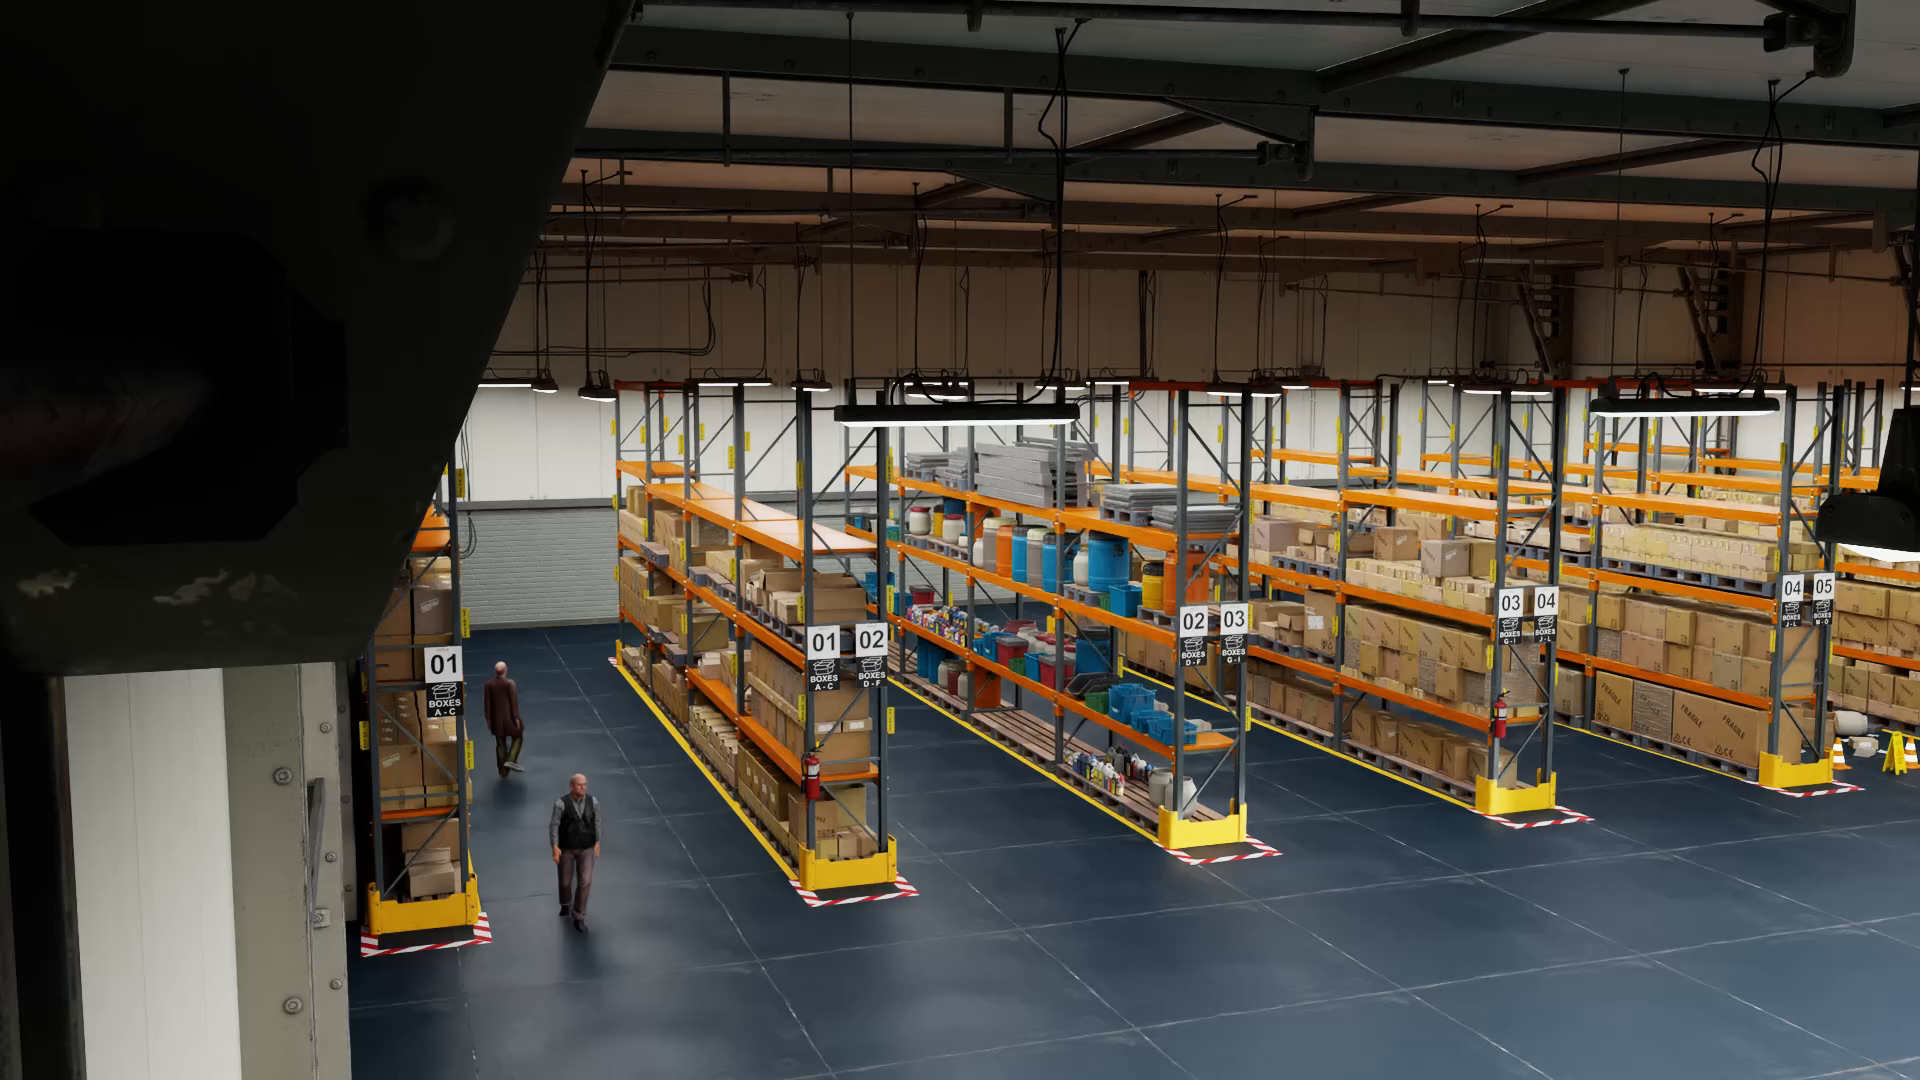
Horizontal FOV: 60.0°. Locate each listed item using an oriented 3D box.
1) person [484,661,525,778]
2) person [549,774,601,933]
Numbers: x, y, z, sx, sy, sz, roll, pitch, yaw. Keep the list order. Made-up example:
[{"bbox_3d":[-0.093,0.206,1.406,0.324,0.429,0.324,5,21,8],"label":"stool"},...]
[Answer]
[{"bbox_3d":[-6.991,2.750,25.477,0.617,1.768,0.553,0,6,-1],"label":"person"},{"bbox_3d":[-4.339,3.517,18.839,0.613,1.727,0.737,-3,7,-28],"label":"person"}]
